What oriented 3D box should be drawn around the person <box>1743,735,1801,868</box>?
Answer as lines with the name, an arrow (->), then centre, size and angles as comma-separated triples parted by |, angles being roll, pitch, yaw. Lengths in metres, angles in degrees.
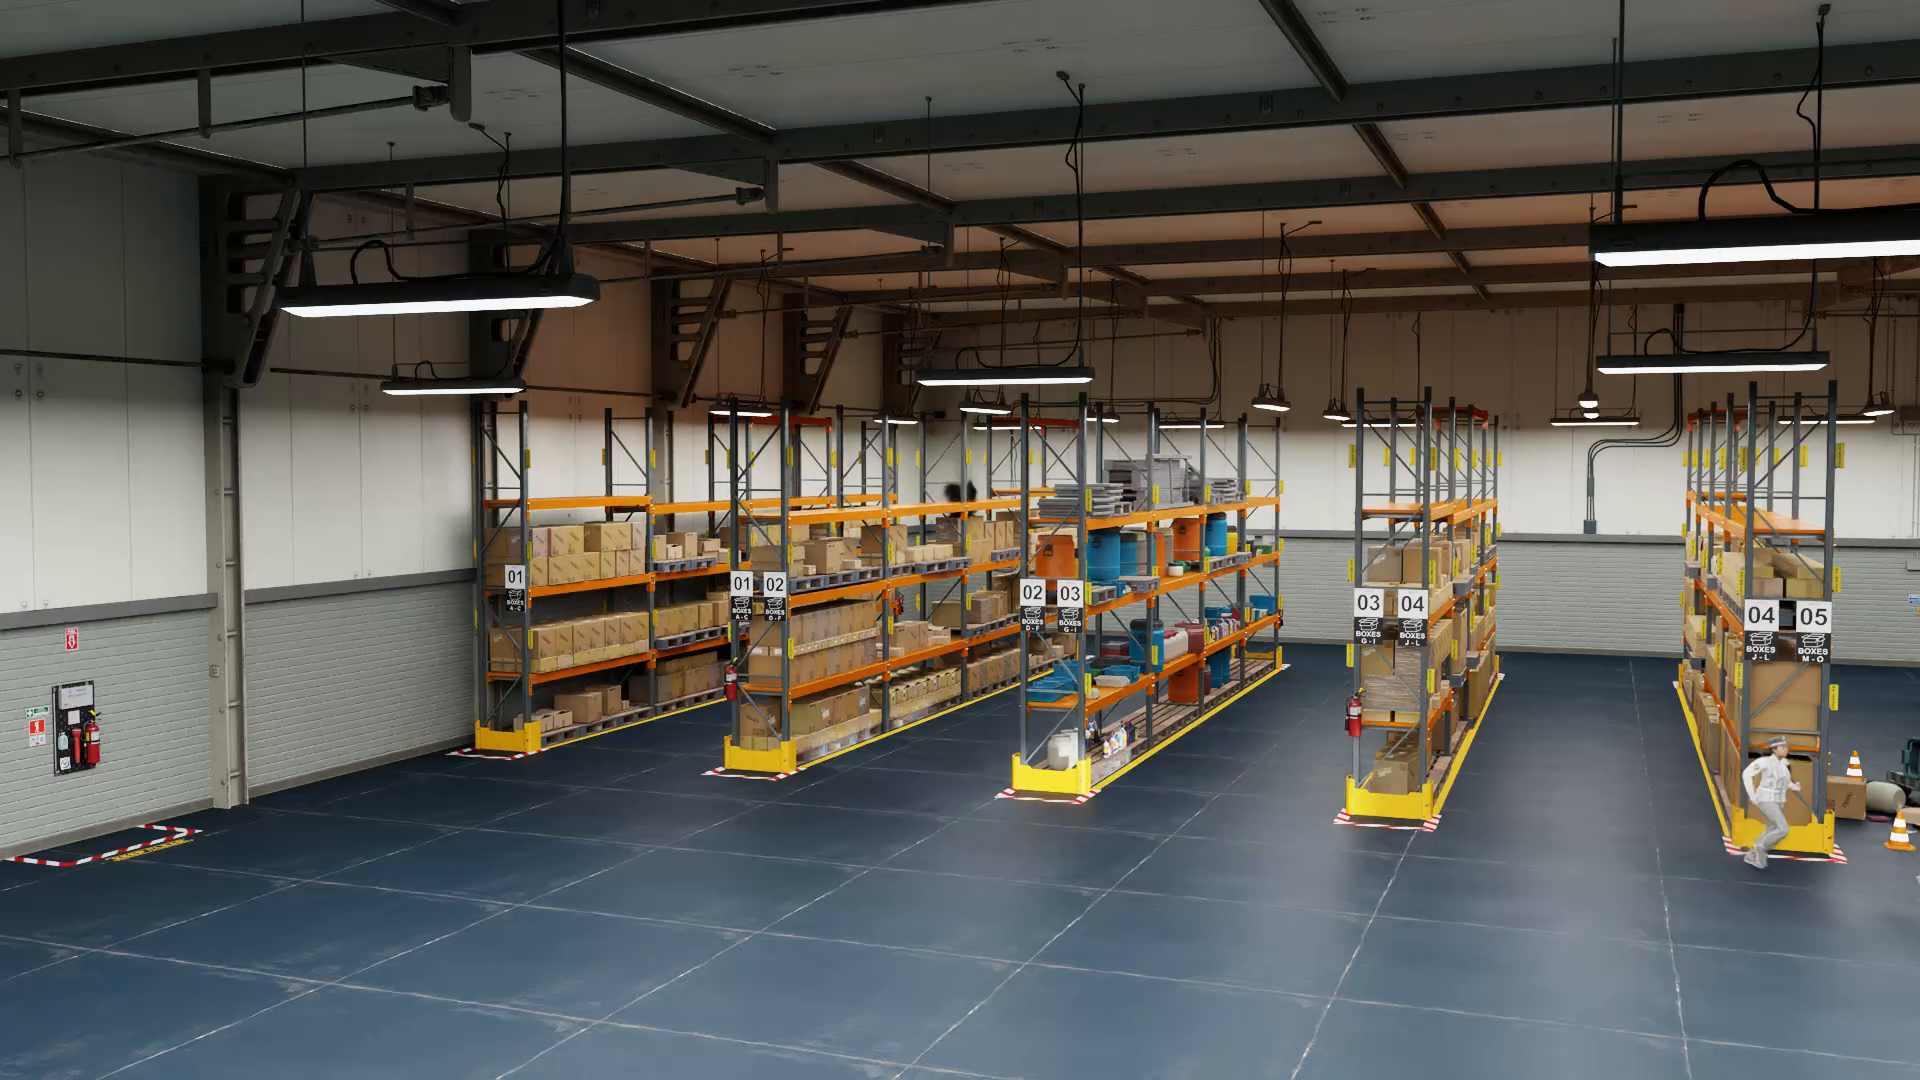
person -> 9.859, 3.178, 20.175 | 0.602, 1.644, 0.663 | -2, 3, -31
